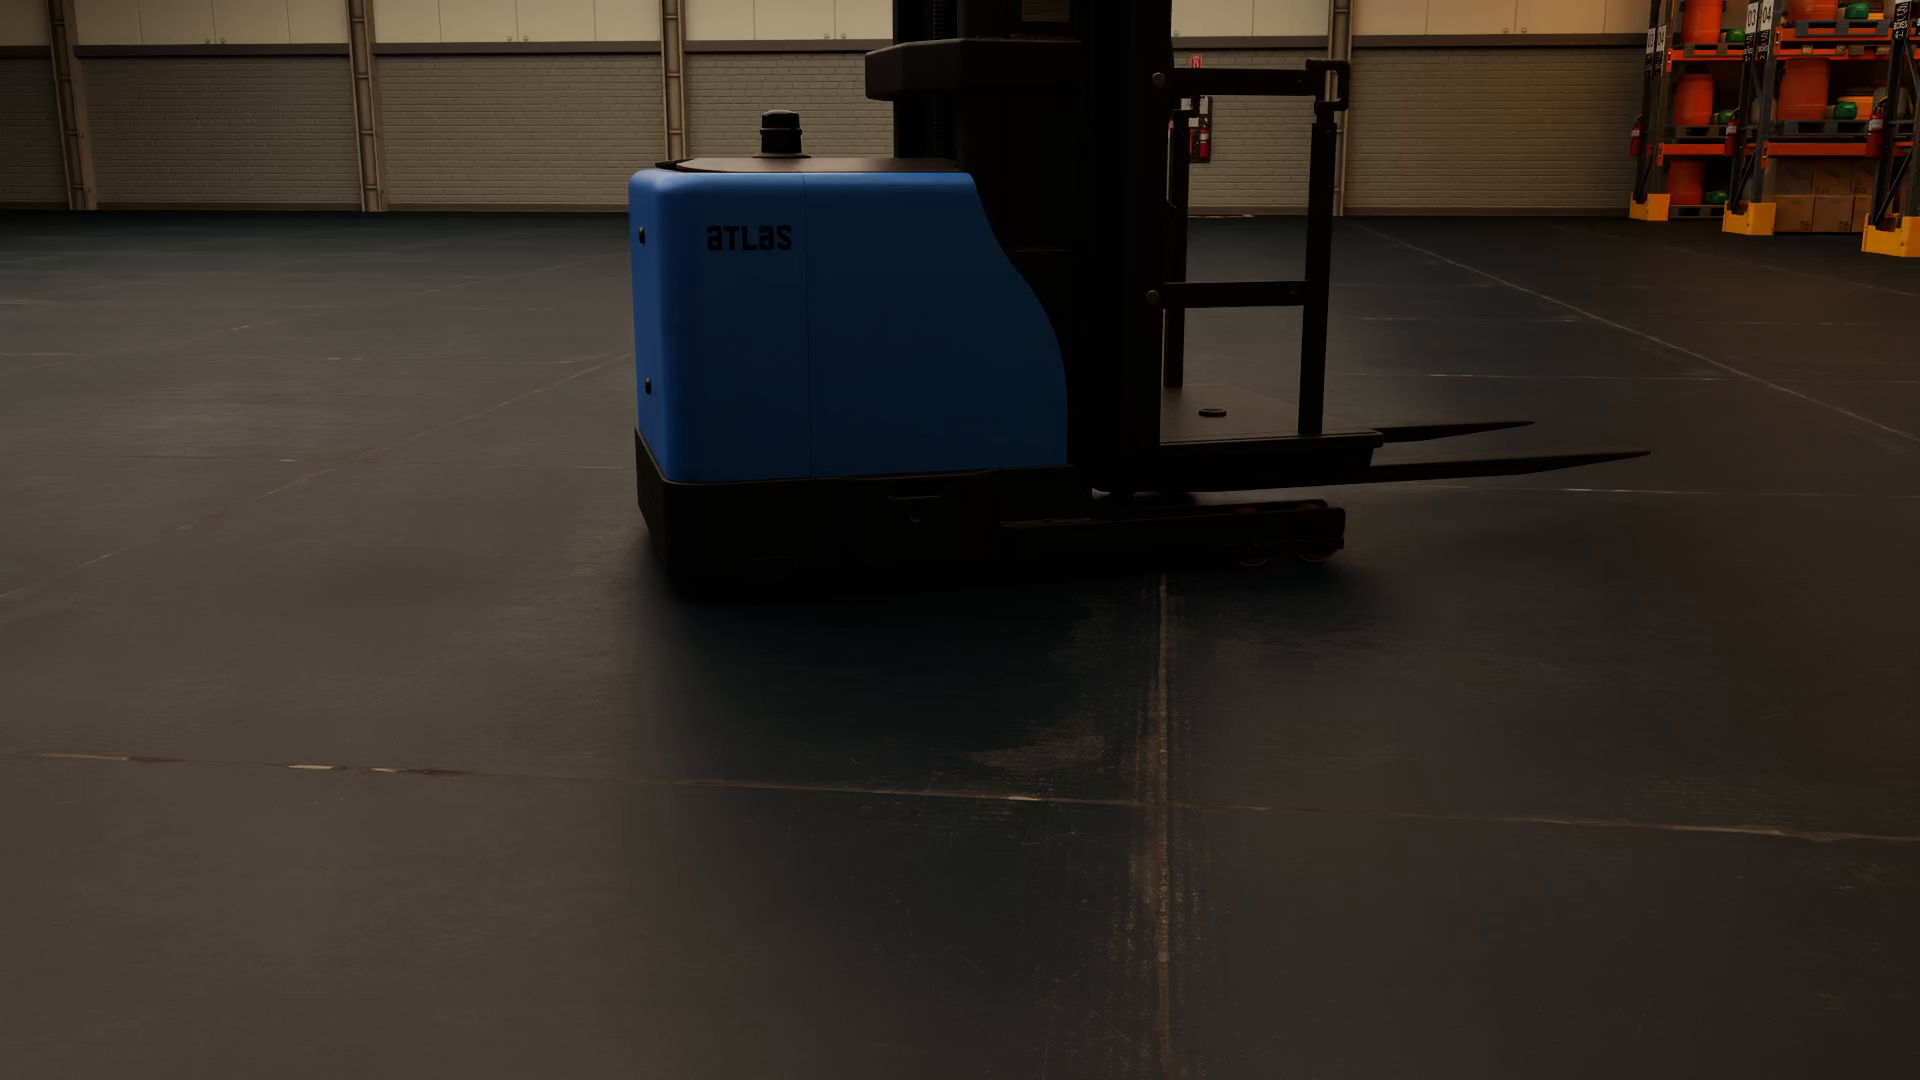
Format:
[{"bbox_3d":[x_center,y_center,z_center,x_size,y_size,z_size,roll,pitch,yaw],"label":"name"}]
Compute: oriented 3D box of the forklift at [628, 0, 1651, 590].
[{"bbox_3d":[0.587,-1.464,4.770,3.031,2.935,1.130,-4,14,-15],"label":"forklift"}]
